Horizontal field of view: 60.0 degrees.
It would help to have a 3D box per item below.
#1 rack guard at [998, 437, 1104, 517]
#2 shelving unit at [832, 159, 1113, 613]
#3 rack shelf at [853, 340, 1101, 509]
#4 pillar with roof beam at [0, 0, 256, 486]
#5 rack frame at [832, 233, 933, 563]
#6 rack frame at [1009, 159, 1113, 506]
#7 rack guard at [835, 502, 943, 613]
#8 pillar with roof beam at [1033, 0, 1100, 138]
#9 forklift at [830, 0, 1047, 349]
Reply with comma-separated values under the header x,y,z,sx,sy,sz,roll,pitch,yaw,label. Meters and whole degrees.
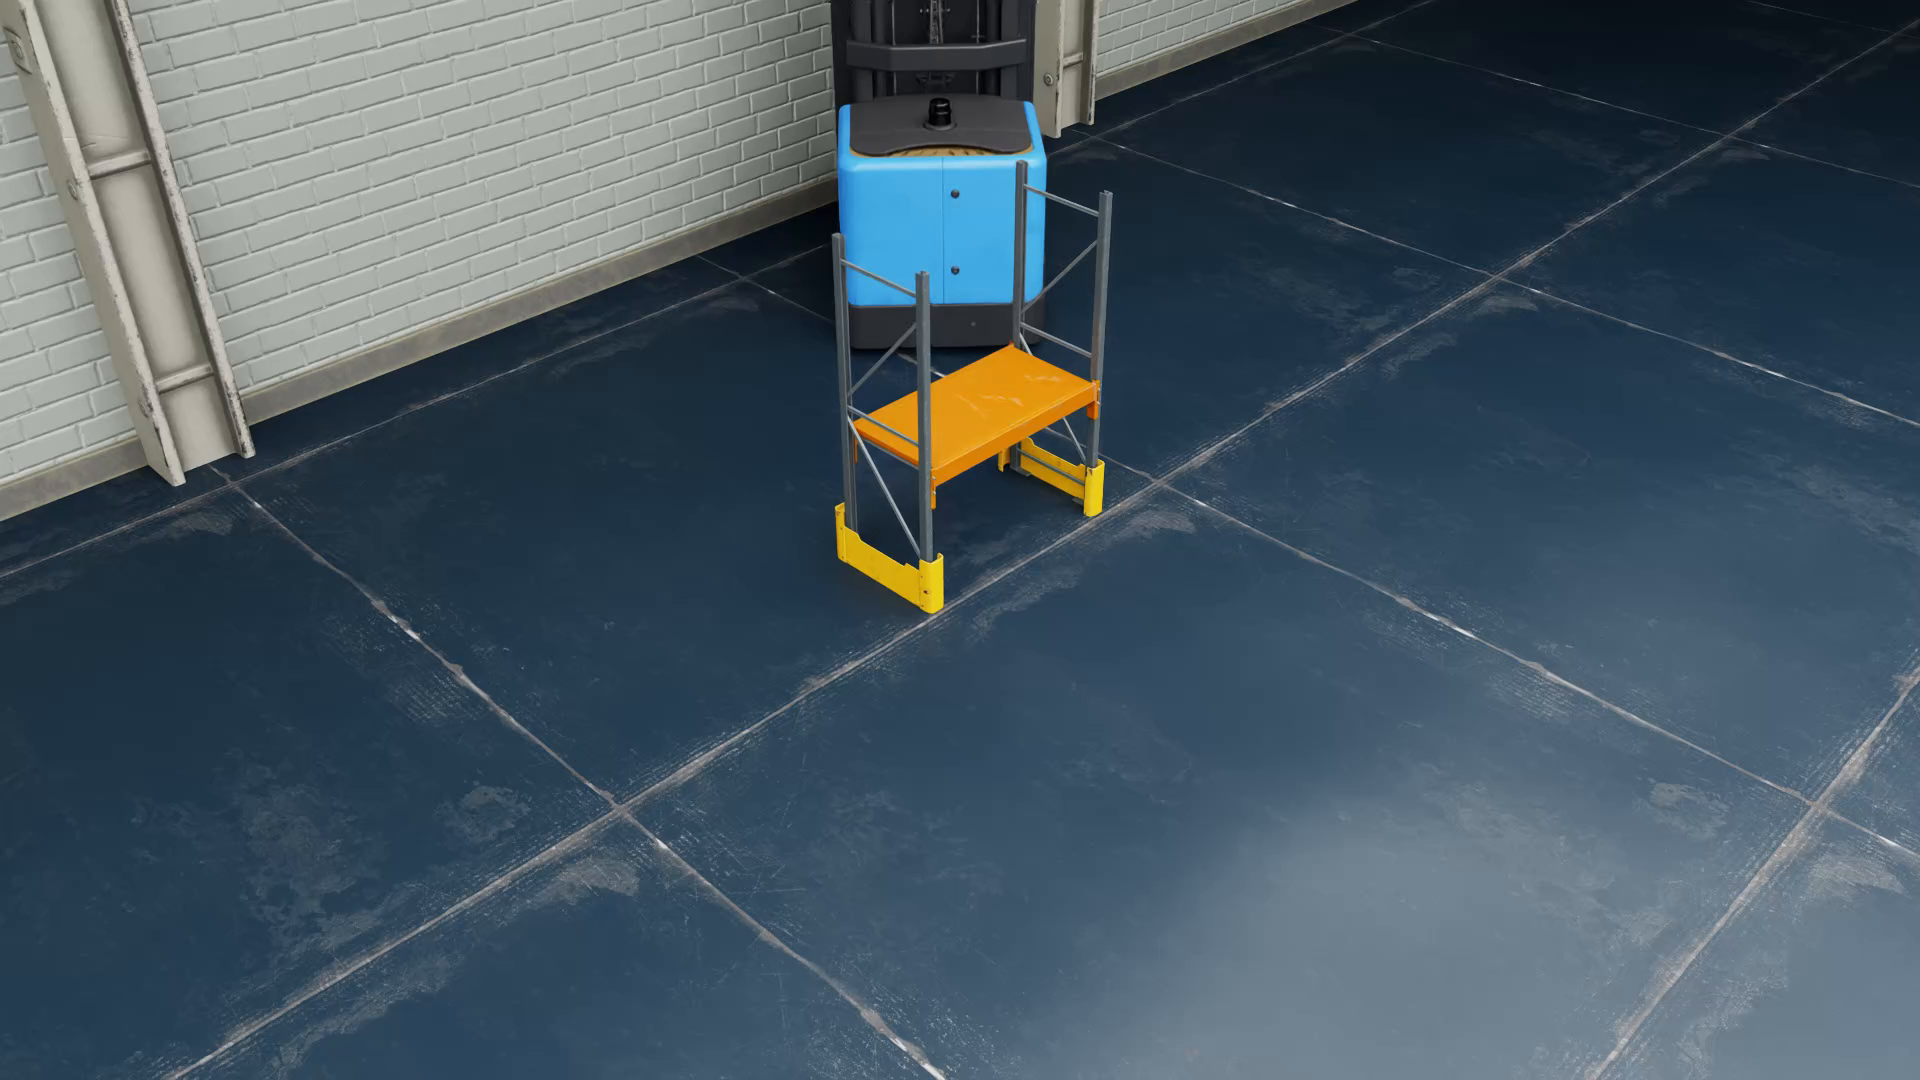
x,y,z,sx,sy,sz,roll,pitch,yaw,label
0.405,-0.336,7.513,0.587,0.250,0.087,30,45,35,rack guard
0.054,-0.646,6.865,0.587,1.500,1.083,30,45,35,shelving unit
0.060,-0.502,6.974,0.538,0.185,1.000,30,45,35,rack shelf
-0.505,-2.341,2.740,9.100,9.000,0.400,30,45,35,pillar with roof beam
-0.298,-0.443,6.575,0.500,1.500,0.032,30,45,35,rack frame
0.418,-0.856,7.167,0.500,1.500,0.032,30,45,35,rack frame
-0.297,0.069,6.933,0.587,0.250,0.087,30,45,35,rack guard
3.723,-4.777,6.233,9.100,9.000,0.400,30,45,35,pillar with roof beam
-0.155,-3.000,8.990,1.130,2.935,3.031,-2,35,-2,forklift
